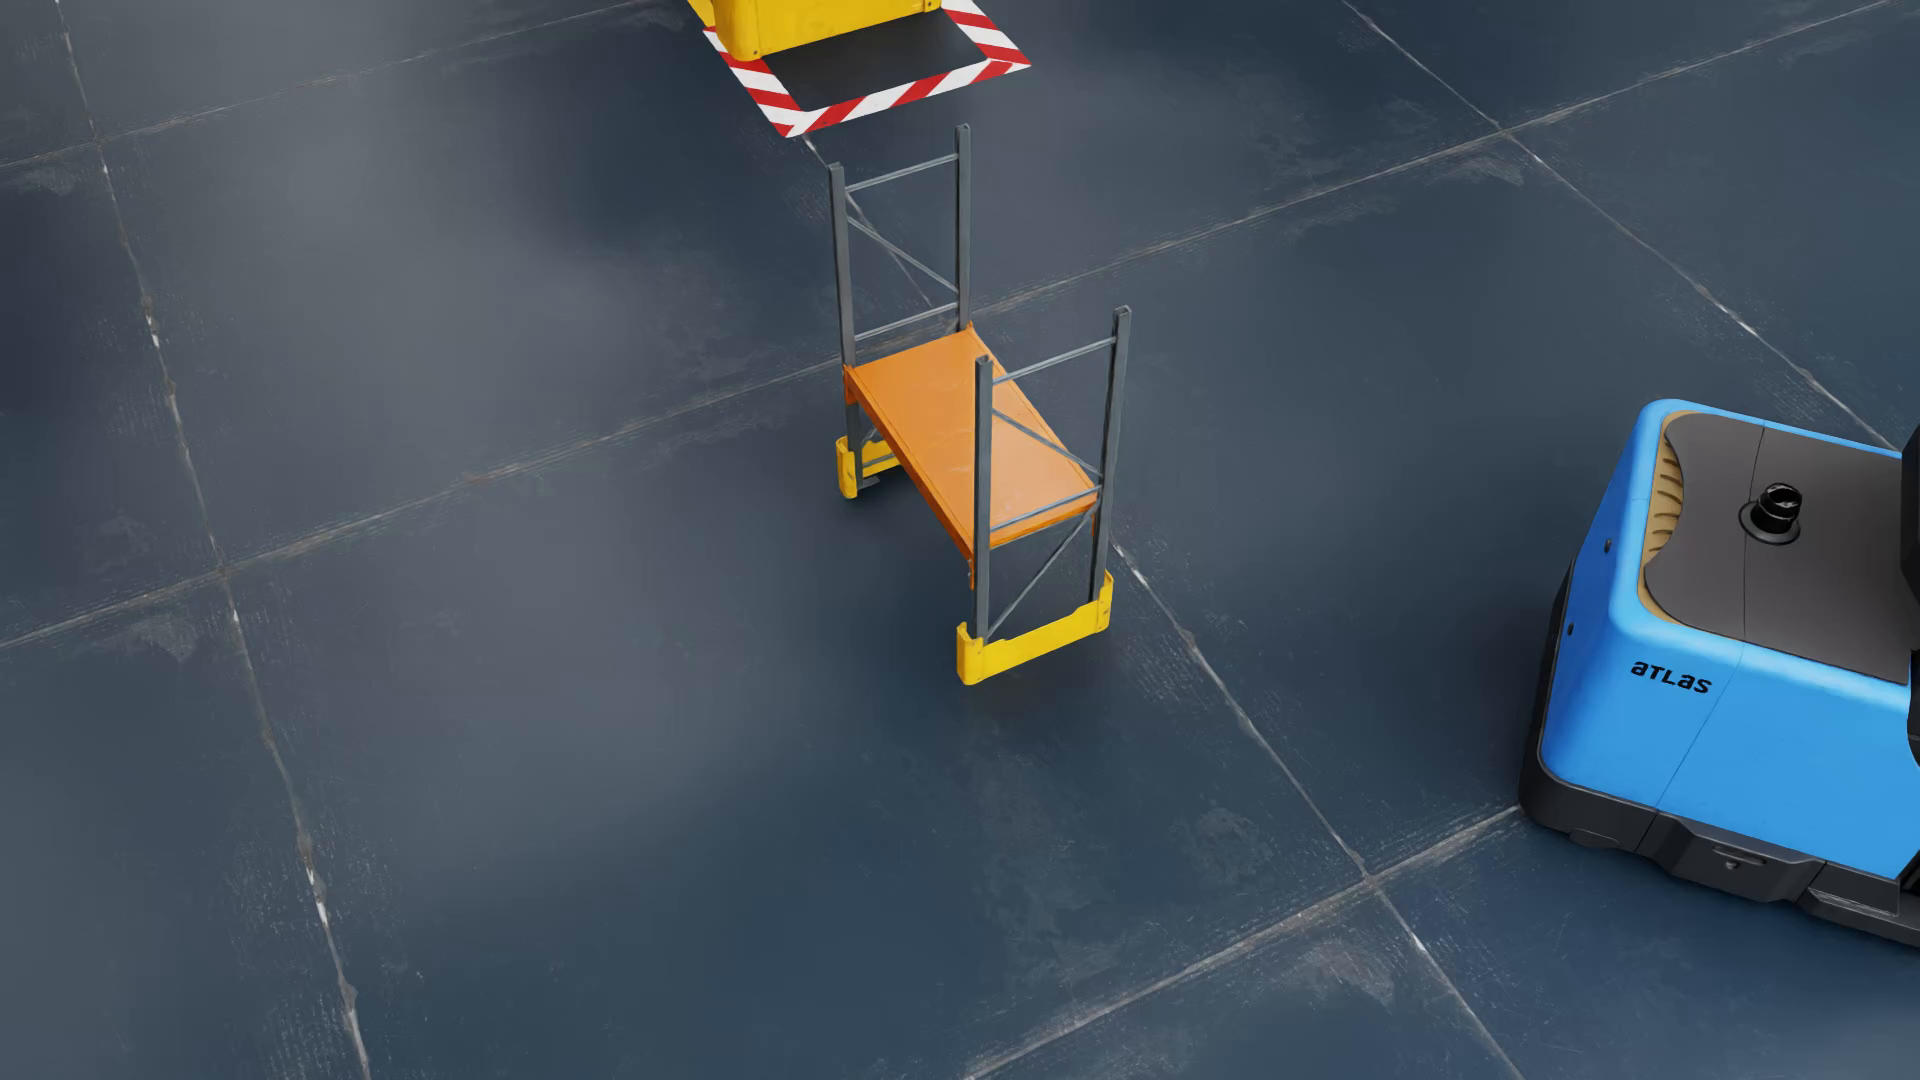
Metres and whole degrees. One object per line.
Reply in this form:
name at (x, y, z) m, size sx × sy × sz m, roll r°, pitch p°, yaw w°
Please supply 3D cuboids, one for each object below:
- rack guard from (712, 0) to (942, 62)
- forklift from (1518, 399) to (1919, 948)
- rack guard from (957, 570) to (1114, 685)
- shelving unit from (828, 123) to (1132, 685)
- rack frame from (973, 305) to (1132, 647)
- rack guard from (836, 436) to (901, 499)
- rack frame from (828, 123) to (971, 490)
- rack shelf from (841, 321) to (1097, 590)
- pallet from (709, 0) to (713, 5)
rack guard at (-0.672, -2.865, 8.424) m, size 1.175 × 0.500 × 0.348 m, roll -21°, pitch 52°, yaw -18°
forklift at (3.389, 0.015, 4.289) m, size 3.031 × 2.935 × 1.130 m, roll 16°, pitch 51°, yaw 14°
rack guard at (0.263, 0.302, 5.820) m, size 0.587 × 0.250 × 0.087 m, roll -21°, pitch 52°, yaw -18°
shelving unit at (0.035, -0.443, 5.641) m, size 0.587 × 1.500 × 1.083 m, roll -21°, pitch 52°, yaw -18°
rack frame at (0.272, -0.096, 5.338) m, size 0.500 × 1.500 × 0.032 m, roll -21°, pitch 52°, yaw -18°
rack guard at (-0.193, -0.365, 6.403) m, size 0.587 × 0.250 × 0.087 m, roll -21°, pitch 52°, yaw -18°
rack frame at (-0.194, -0.777, 5.933) m, size 0.500 × 1.500 × 0.032 m, roll -21°, pitch 52°, yaw -18°
rack shelf at (0.039, -0.318, 5.771) m, size 0.538 × 0.185 × 1.000 m, roll -21°, pitch 52°, yaw -18°
pallet at (-1.039, -3.316, 9.010) m, size 1.003 × 0.211 × 1.213 m, roll -21°, pitch 52°, yaw -18°
